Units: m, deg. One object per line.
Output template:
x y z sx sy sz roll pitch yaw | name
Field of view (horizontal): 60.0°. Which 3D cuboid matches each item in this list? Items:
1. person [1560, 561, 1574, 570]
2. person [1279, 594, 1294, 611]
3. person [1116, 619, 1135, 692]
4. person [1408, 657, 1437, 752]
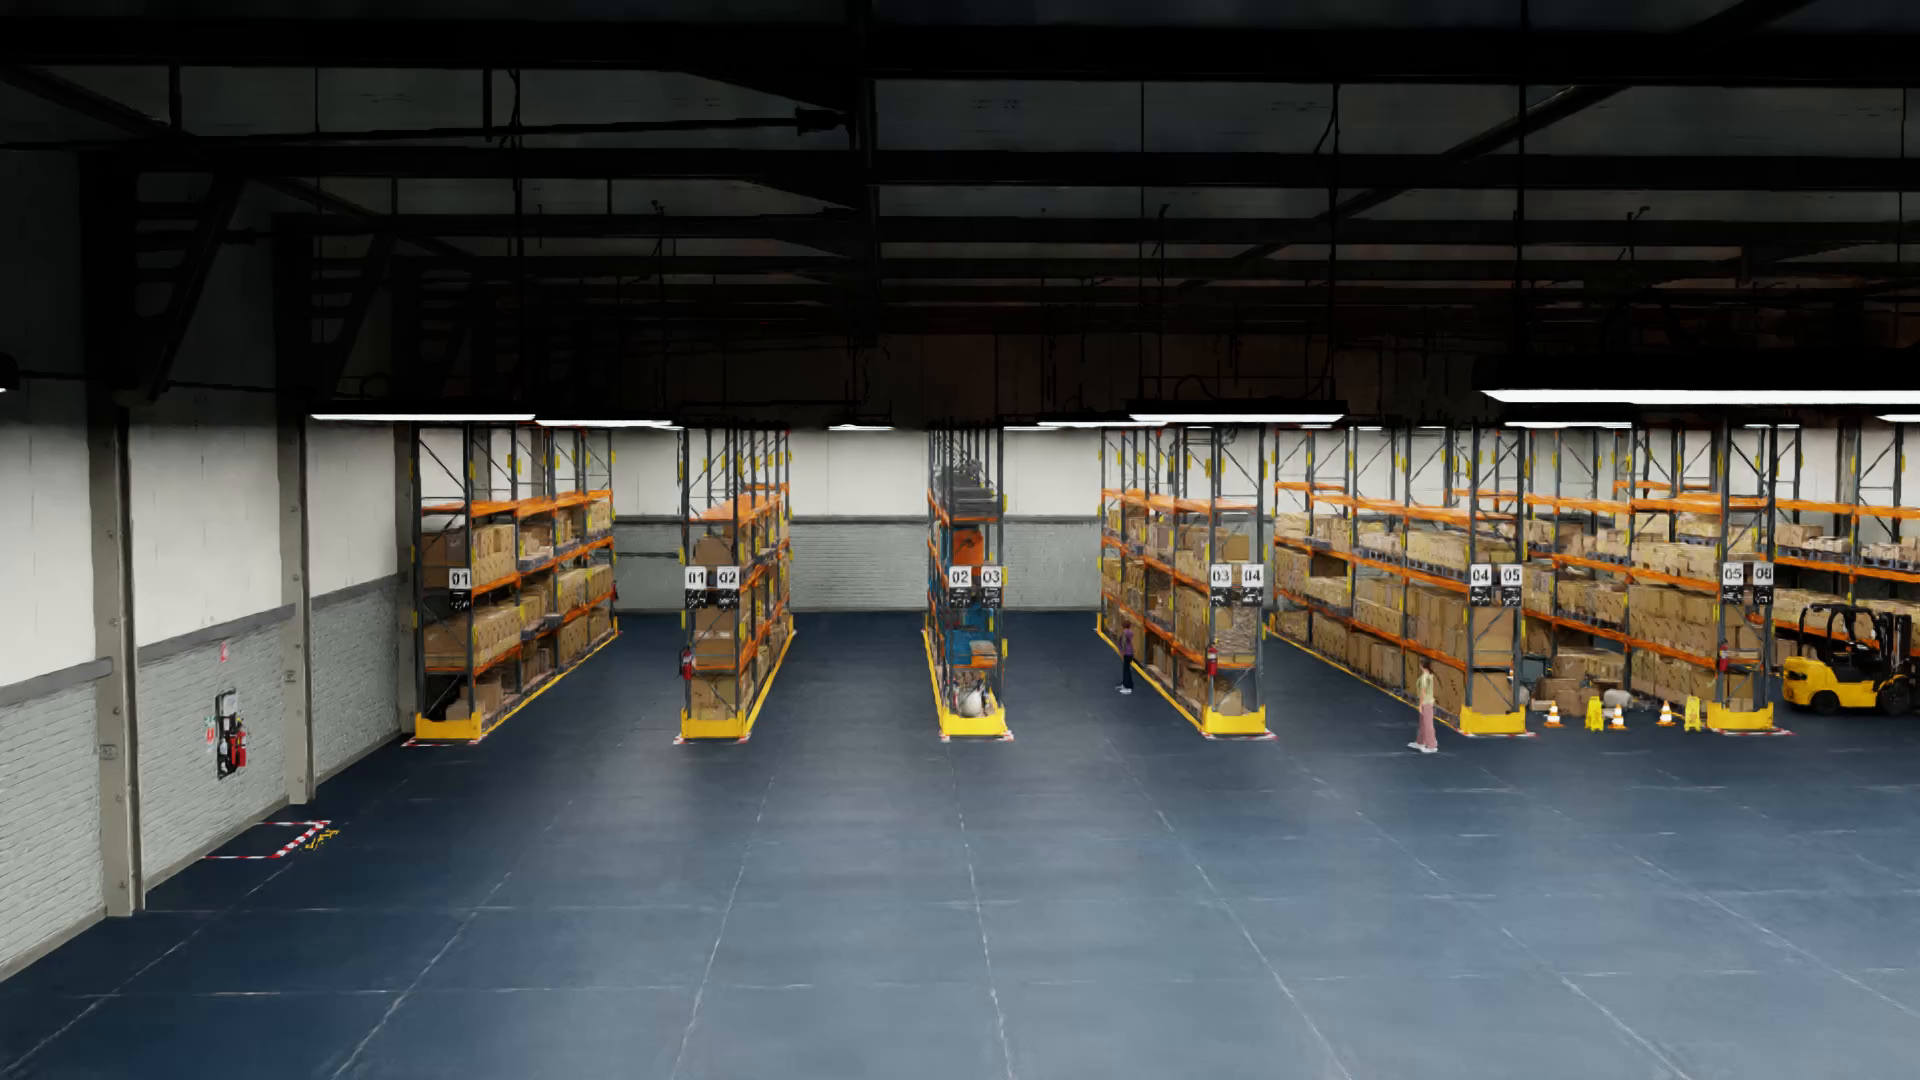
19.050 1.445 52.296 0.595 1.757 0.595 4 5 44 | person
10.214 1.525 52.015 0.523 1.608 0.939 1 4 20 | person
3.626 2.530 36.535 0.450 1.599 0.467 2 4 26 | person
8.294 2.929 29.770 0.564 1.666 0.561 2 4 27 | person
